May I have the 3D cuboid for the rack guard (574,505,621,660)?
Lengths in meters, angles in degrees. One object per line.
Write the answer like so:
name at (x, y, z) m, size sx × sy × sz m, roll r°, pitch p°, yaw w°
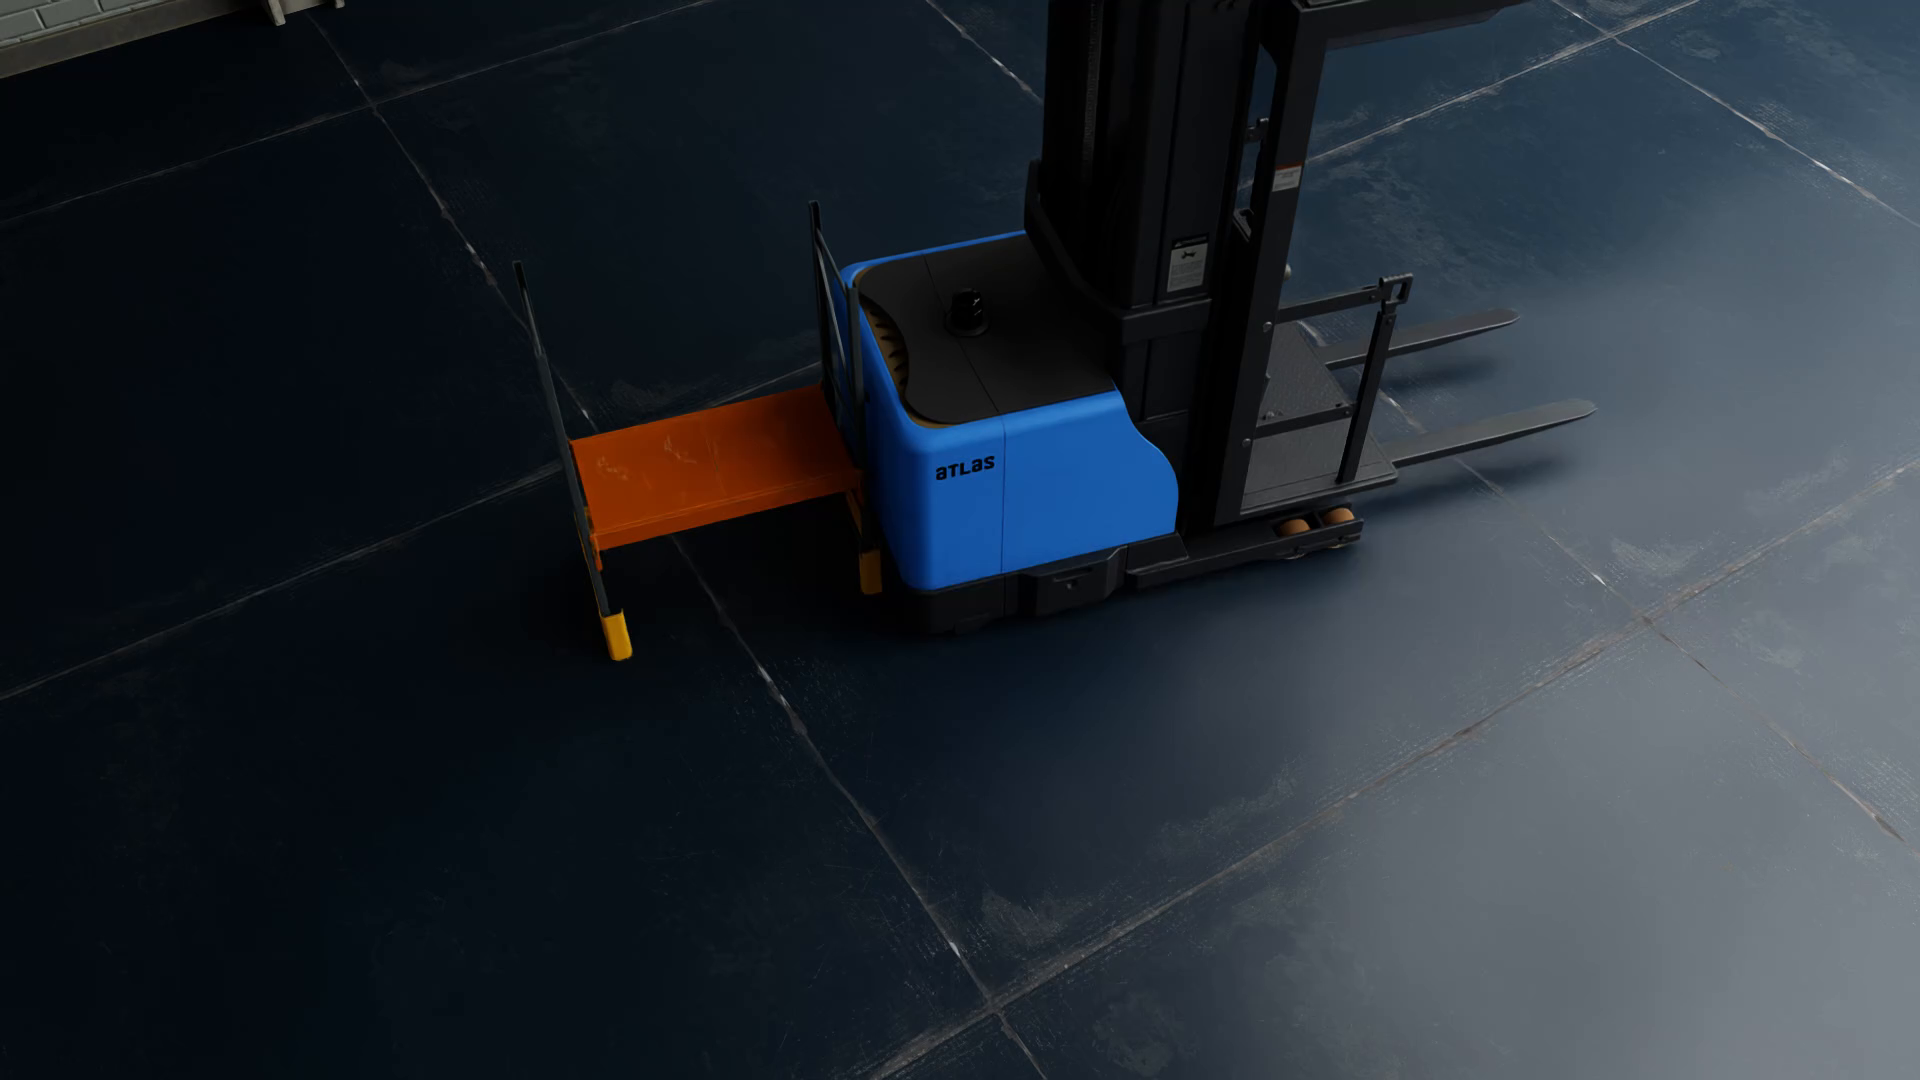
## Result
rack guard at (-1.412, 0.157, 6.388) m, size 0.087 × 0.250 × 0.587 m, roll -14°, pitch 50°, yaw -12°

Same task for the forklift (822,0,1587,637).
forklift at (1.050, -1.253, 5.849) m, size 3.031 × 2.935 × 1.130 m, roll -13°, pitch 50°, yaw -12°

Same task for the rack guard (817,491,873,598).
rack guard at (-0.464, -0.072, 6.592) m, size 0.087 × 0.250 × 0.587 m, roll -14°, pitch 50°, yaw -12°

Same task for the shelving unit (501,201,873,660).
shelving unit at (-0.938, -0.373, 6.023) m, size 1.083 × 1.500 × 0.587 m, roll -14°, pitch 50°, yaw -12°

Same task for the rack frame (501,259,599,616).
rack frame at (-1.431, -0.254, 5.917) m, size 0.032 × 1.500 × 0.500 m, roll -14°, pitch 50°, yaw -12°

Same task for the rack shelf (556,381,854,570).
rack shelf at (-0.947, -0.251, 6.156) m, size 1.000 × 0.185 × 0.538 m, roll -14°, pitch 50°, yaw -12°

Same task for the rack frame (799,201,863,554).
rack frame at (-0.463, -0.487, 6.125) m, size 0.032 × 1.500 × 0.500 m, roll -14°, pitch 50°, yaw -12°
